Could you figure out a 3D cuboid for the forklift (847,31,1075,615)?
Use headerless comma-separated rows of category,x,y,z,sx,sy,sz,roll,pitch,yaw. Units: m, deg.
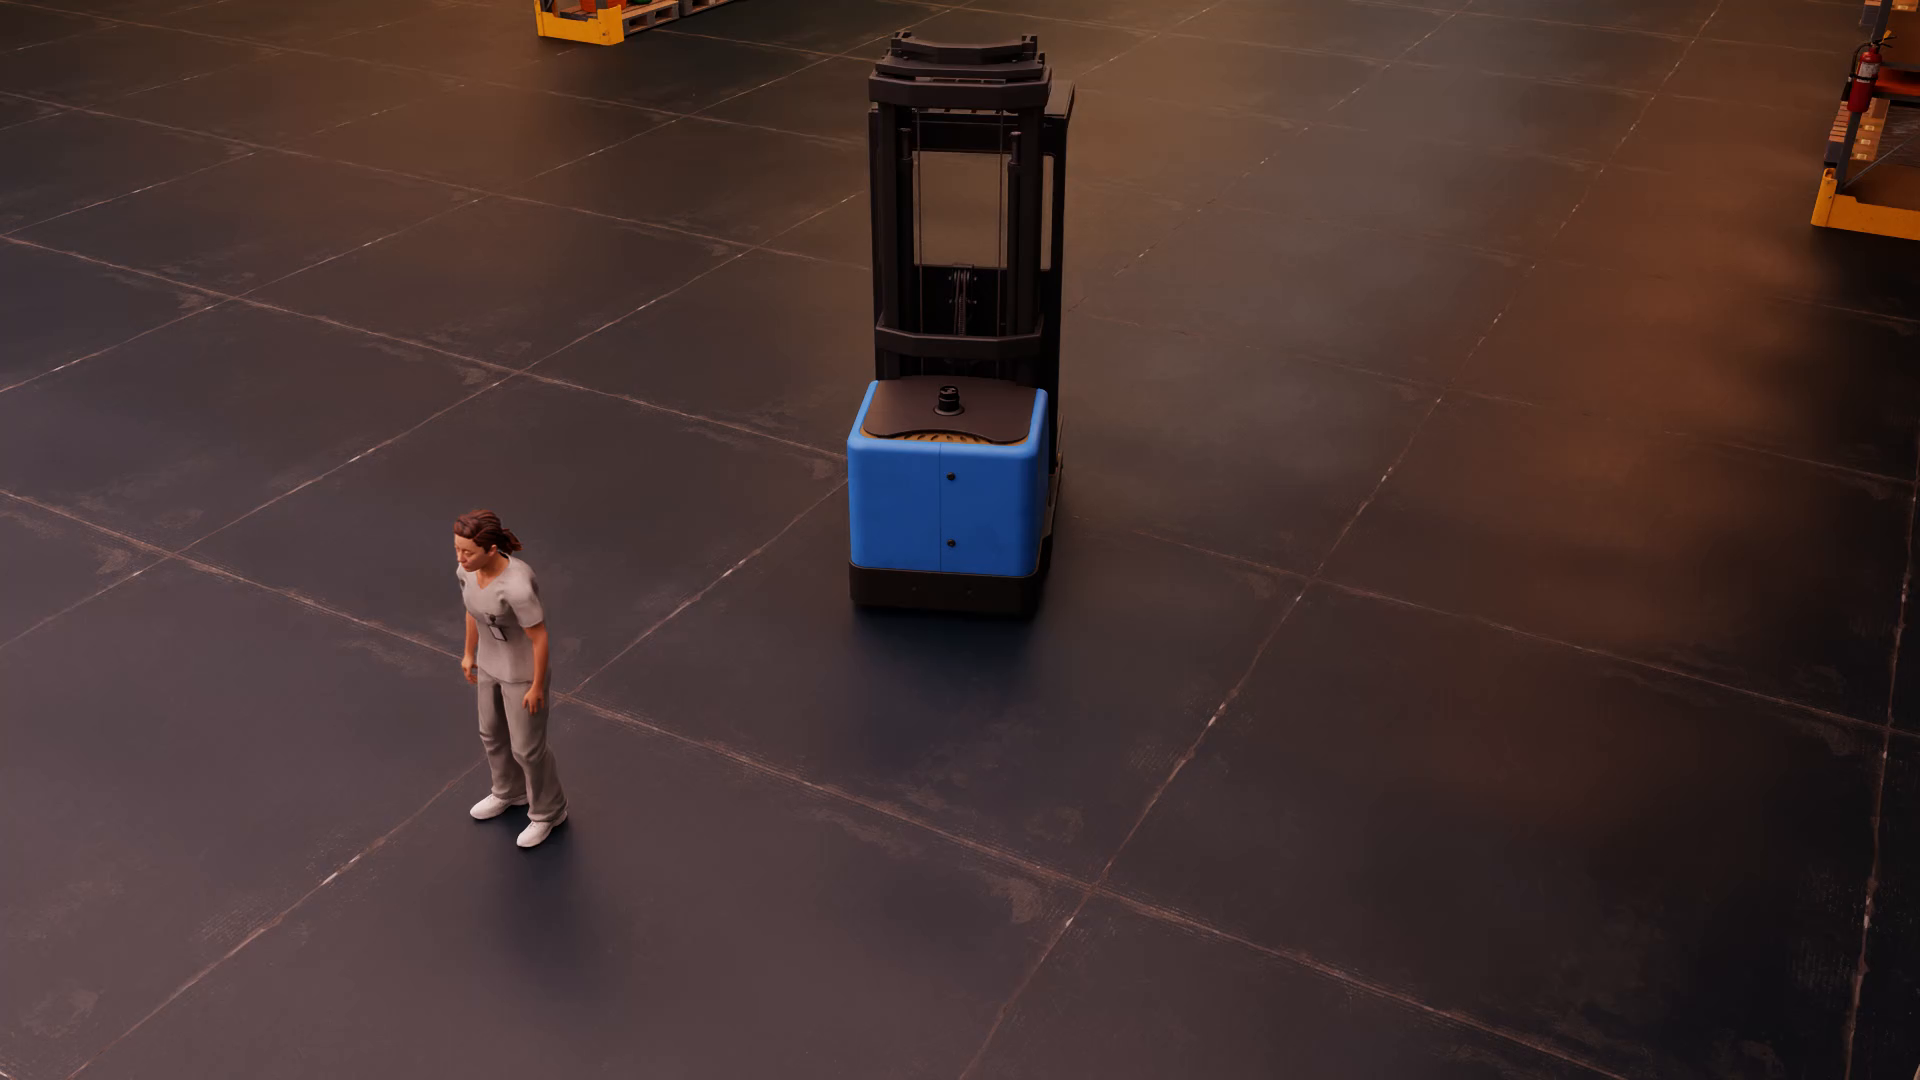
forklift,0.072,-1.572,9.794,1.130,2.935,3.031,3,30,6

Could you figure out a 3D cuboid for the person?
person,-1.993,0.581,7.324,0.510,1.673,0.355,21,36,31
